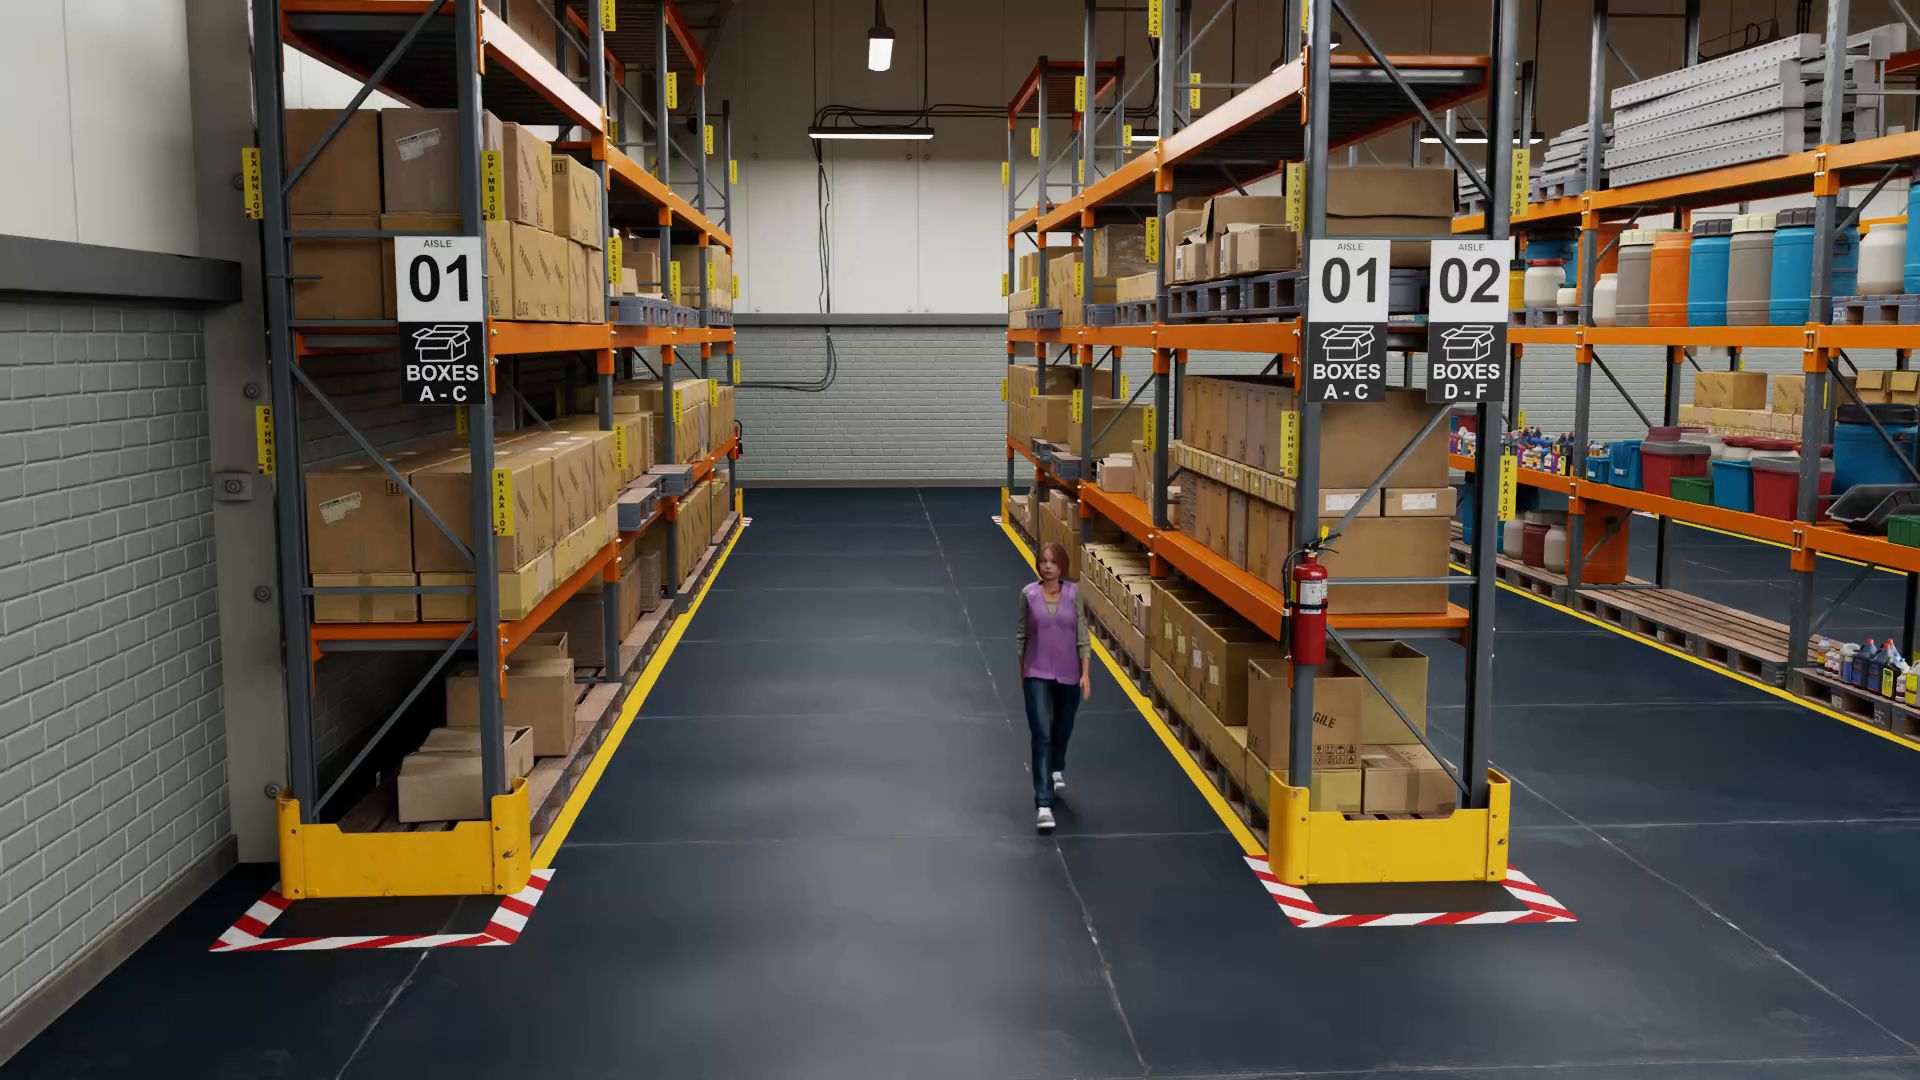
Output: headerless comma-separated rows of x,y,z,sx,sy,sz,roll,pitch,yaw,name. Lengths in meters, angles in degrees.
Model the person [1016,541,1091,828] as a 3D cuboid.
0.537,0.780,9.484,0.406,1.544,0.938,-1,7,-5,person
